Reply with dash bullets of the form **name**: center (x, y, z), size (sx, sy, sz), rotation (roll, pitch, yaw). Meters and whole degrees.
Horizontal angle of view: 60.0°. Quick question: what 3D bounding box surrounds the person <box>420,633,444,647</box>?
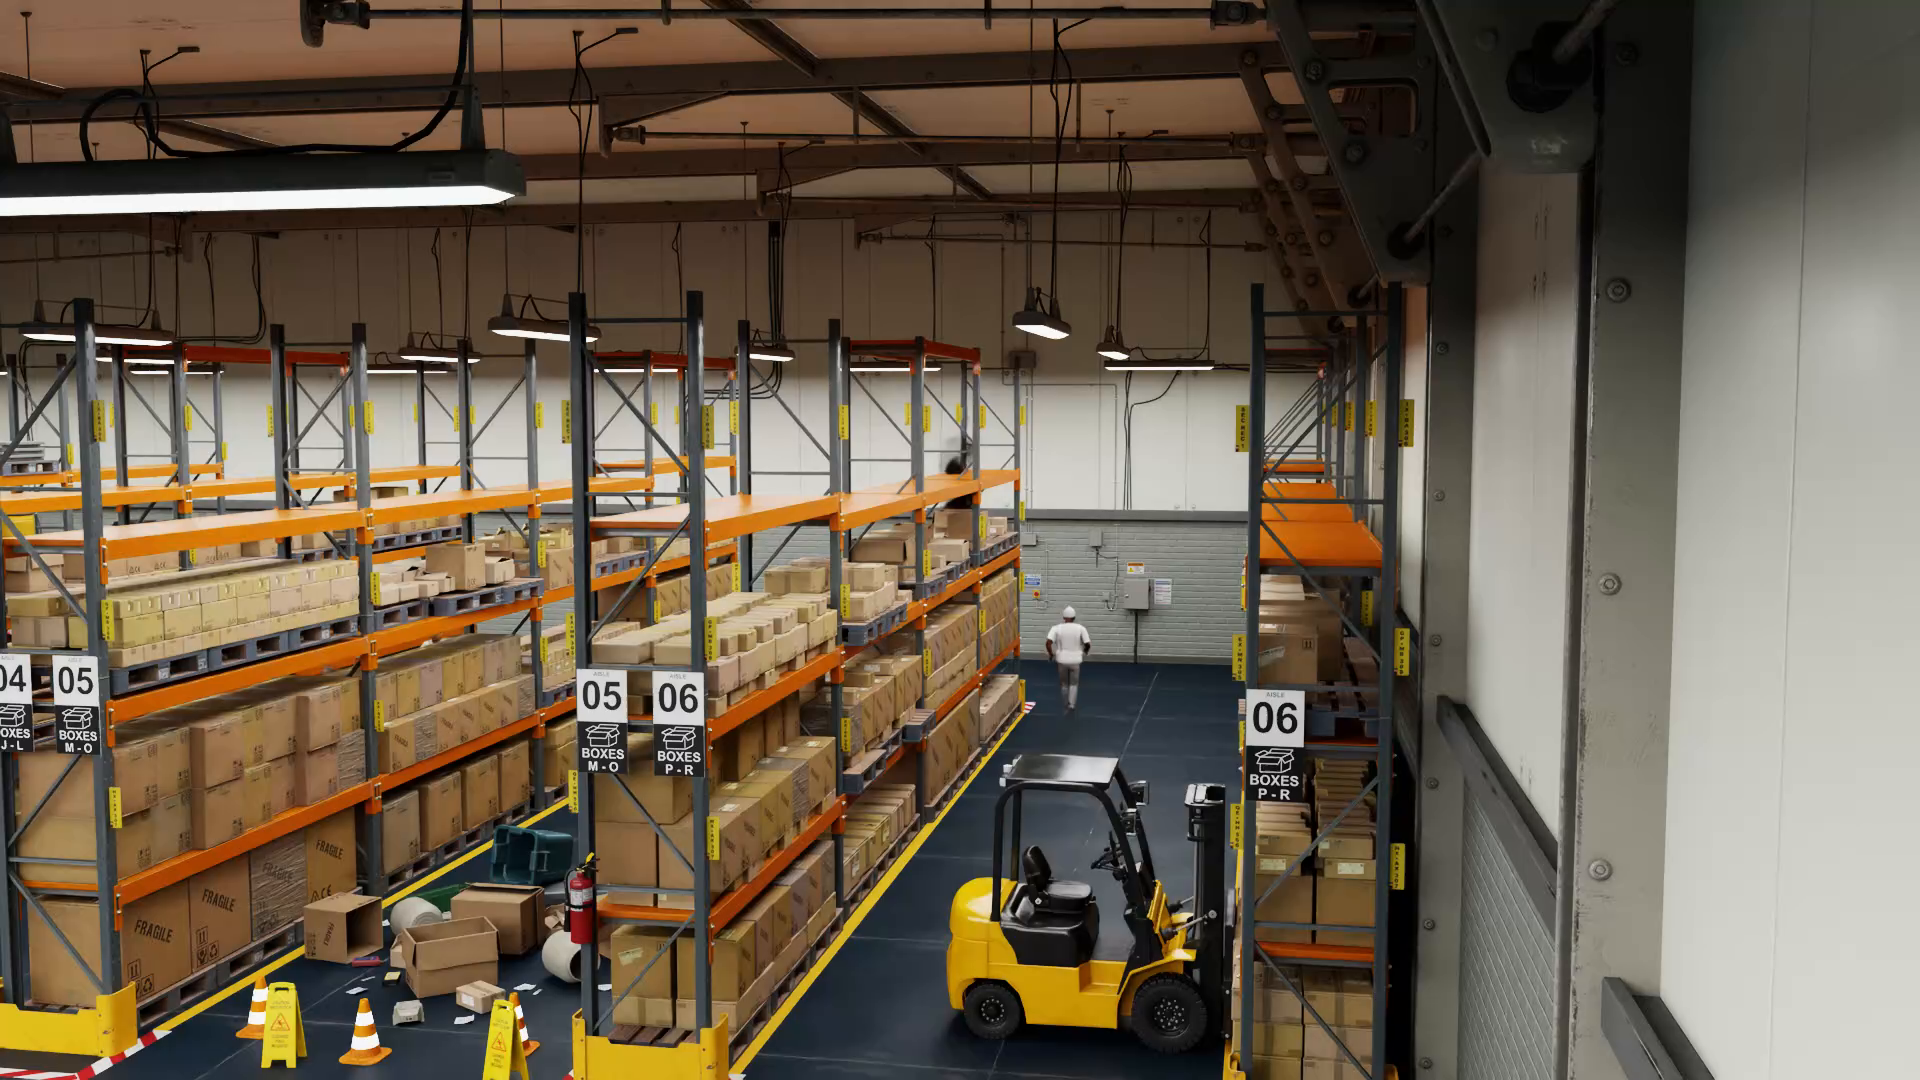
- **person**: center (-8.148, 2.167, 25.938), size (0.658, 1.775, 0.984), rotation (0, 5, 2)

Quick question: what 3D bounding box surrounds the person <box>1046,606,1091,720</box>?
- **person**: center (1.696, 1.921, 25.989), size (0.689, 1.751, 0.752), rotation (1, 5, 8)

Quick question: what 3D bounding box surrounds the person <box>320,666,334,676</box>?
- **person**: center (-8.662, 2.534, 22.788), size (0.580, 1.595, 0.687), rotation (1, 5, 6)
